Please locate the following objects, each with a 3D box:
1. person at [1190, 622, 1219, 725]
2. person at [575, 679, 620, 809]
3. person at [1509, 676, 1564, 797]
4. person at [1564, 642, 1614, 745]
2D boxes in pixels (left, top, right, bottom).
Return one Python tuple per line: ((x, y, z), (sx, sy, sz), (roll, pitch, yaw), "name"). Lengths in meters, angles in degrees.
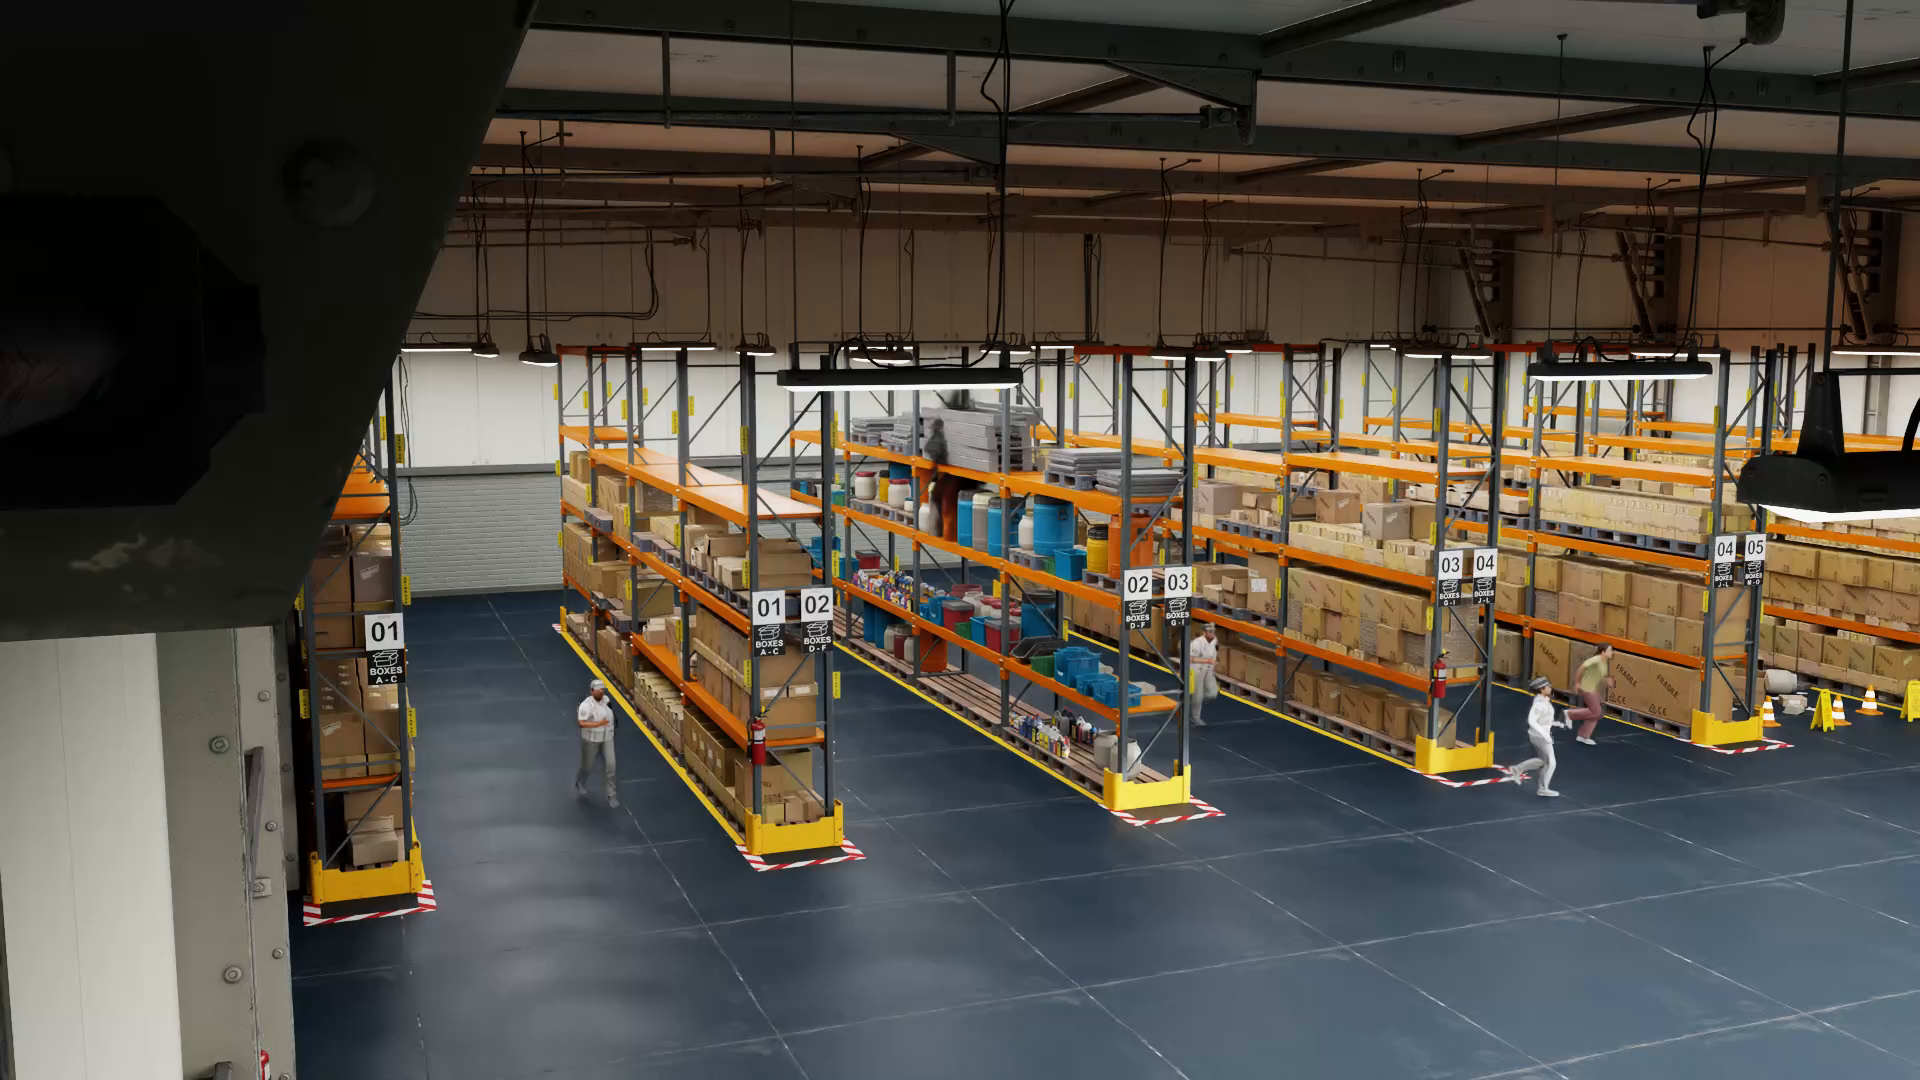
((3.917, 2.136, 26.539), (0.653, 1.713, 0.684), (-4, 8, -30), "person")
((-4.855, 2.678, 22.188), (0.590, 1.687, 0.909), (-6, 9, -40), "person")
((7.829, 2.651, 22.544), (0.659, 1.659, 0.613), (2, 8, 19), "person")
((9.647, 2.343, 25.498), (0.692, 1.569, 0.572), (5, 9, 34), "person")
